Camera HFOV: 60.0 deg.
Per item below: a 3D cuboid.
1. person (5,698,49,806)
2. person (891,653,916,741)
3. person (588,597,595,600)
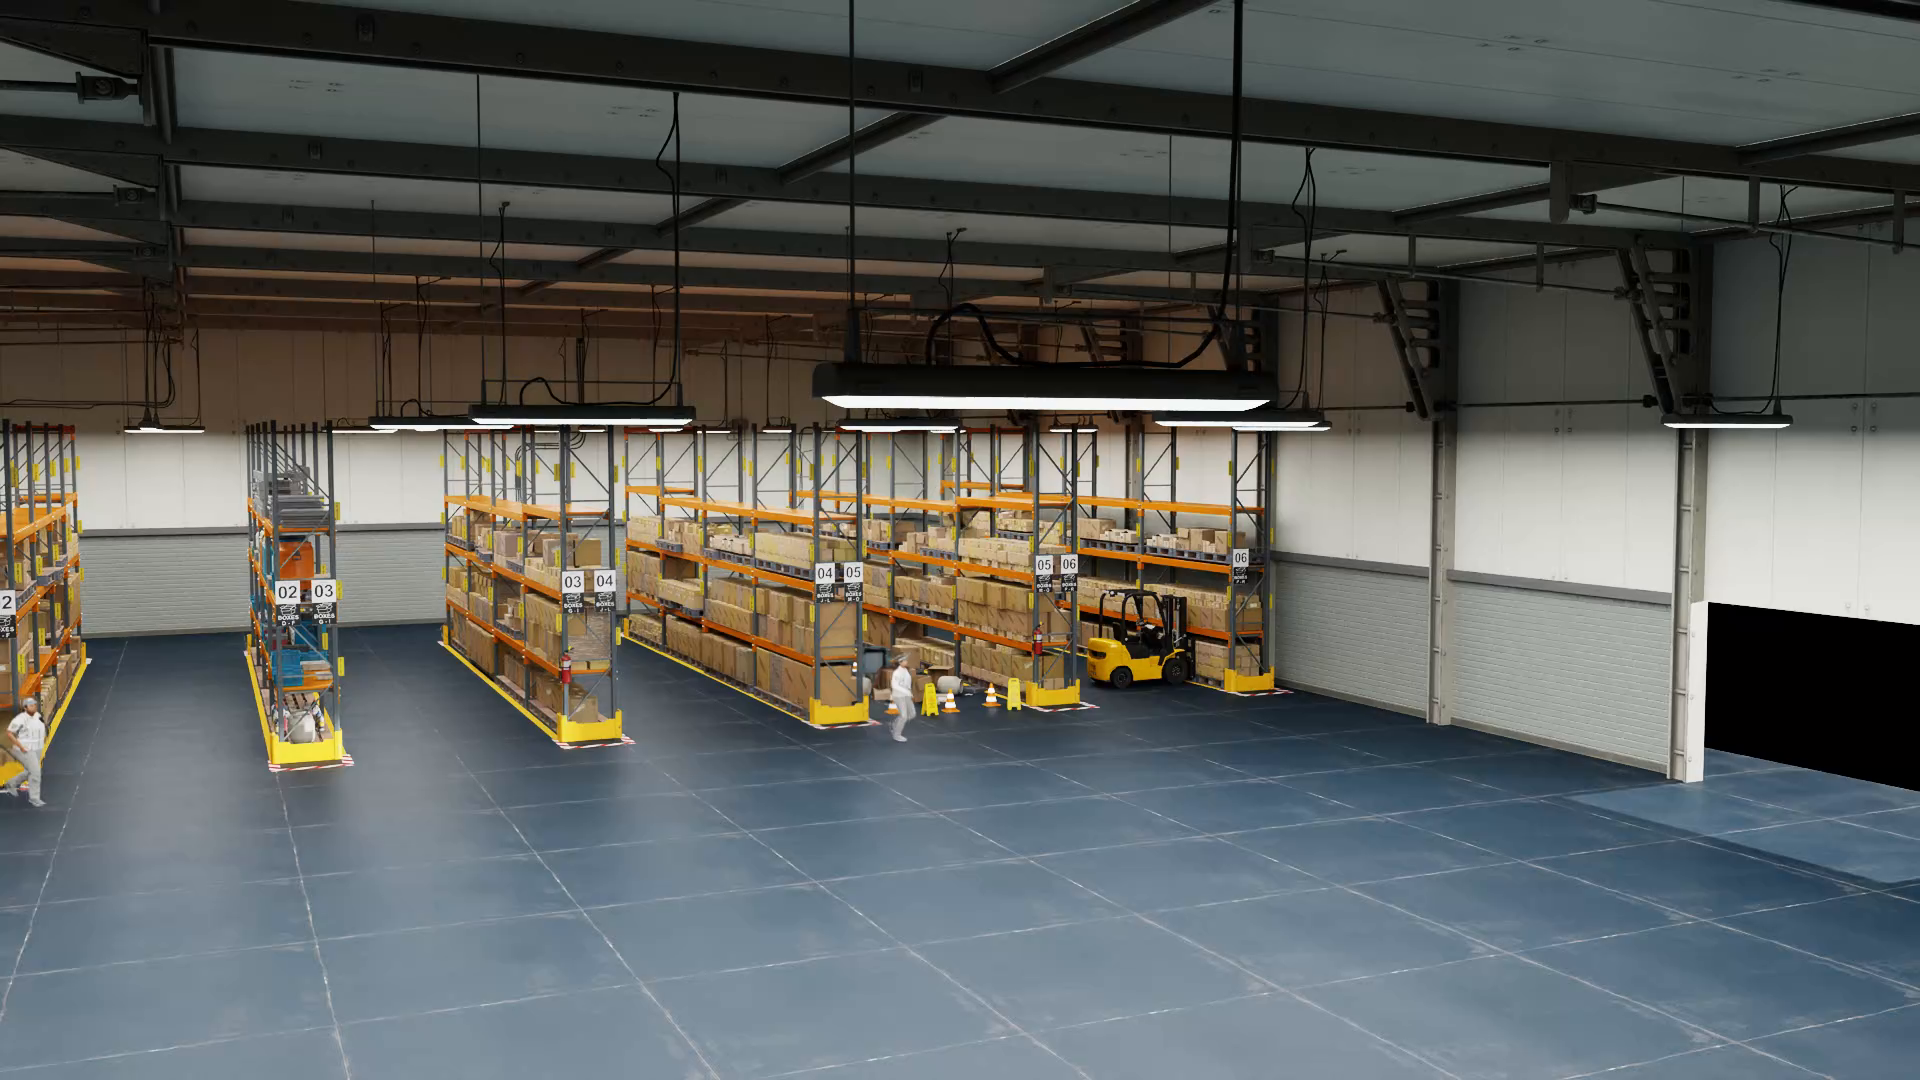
[{"bbox_3d":[-14.545,3.289,25.895,0.764,1.693,0.609,1,4,10],"label":"person"},{"bbox_3d":[-1.065,2.943,31.175,0.518,1.661,0.636,2,4,24],"label":"person"},{"bbox_3d":[-10.652,2.010,47.375,0.576,1.541,0.487,0,4,5],"label":"person"}]
